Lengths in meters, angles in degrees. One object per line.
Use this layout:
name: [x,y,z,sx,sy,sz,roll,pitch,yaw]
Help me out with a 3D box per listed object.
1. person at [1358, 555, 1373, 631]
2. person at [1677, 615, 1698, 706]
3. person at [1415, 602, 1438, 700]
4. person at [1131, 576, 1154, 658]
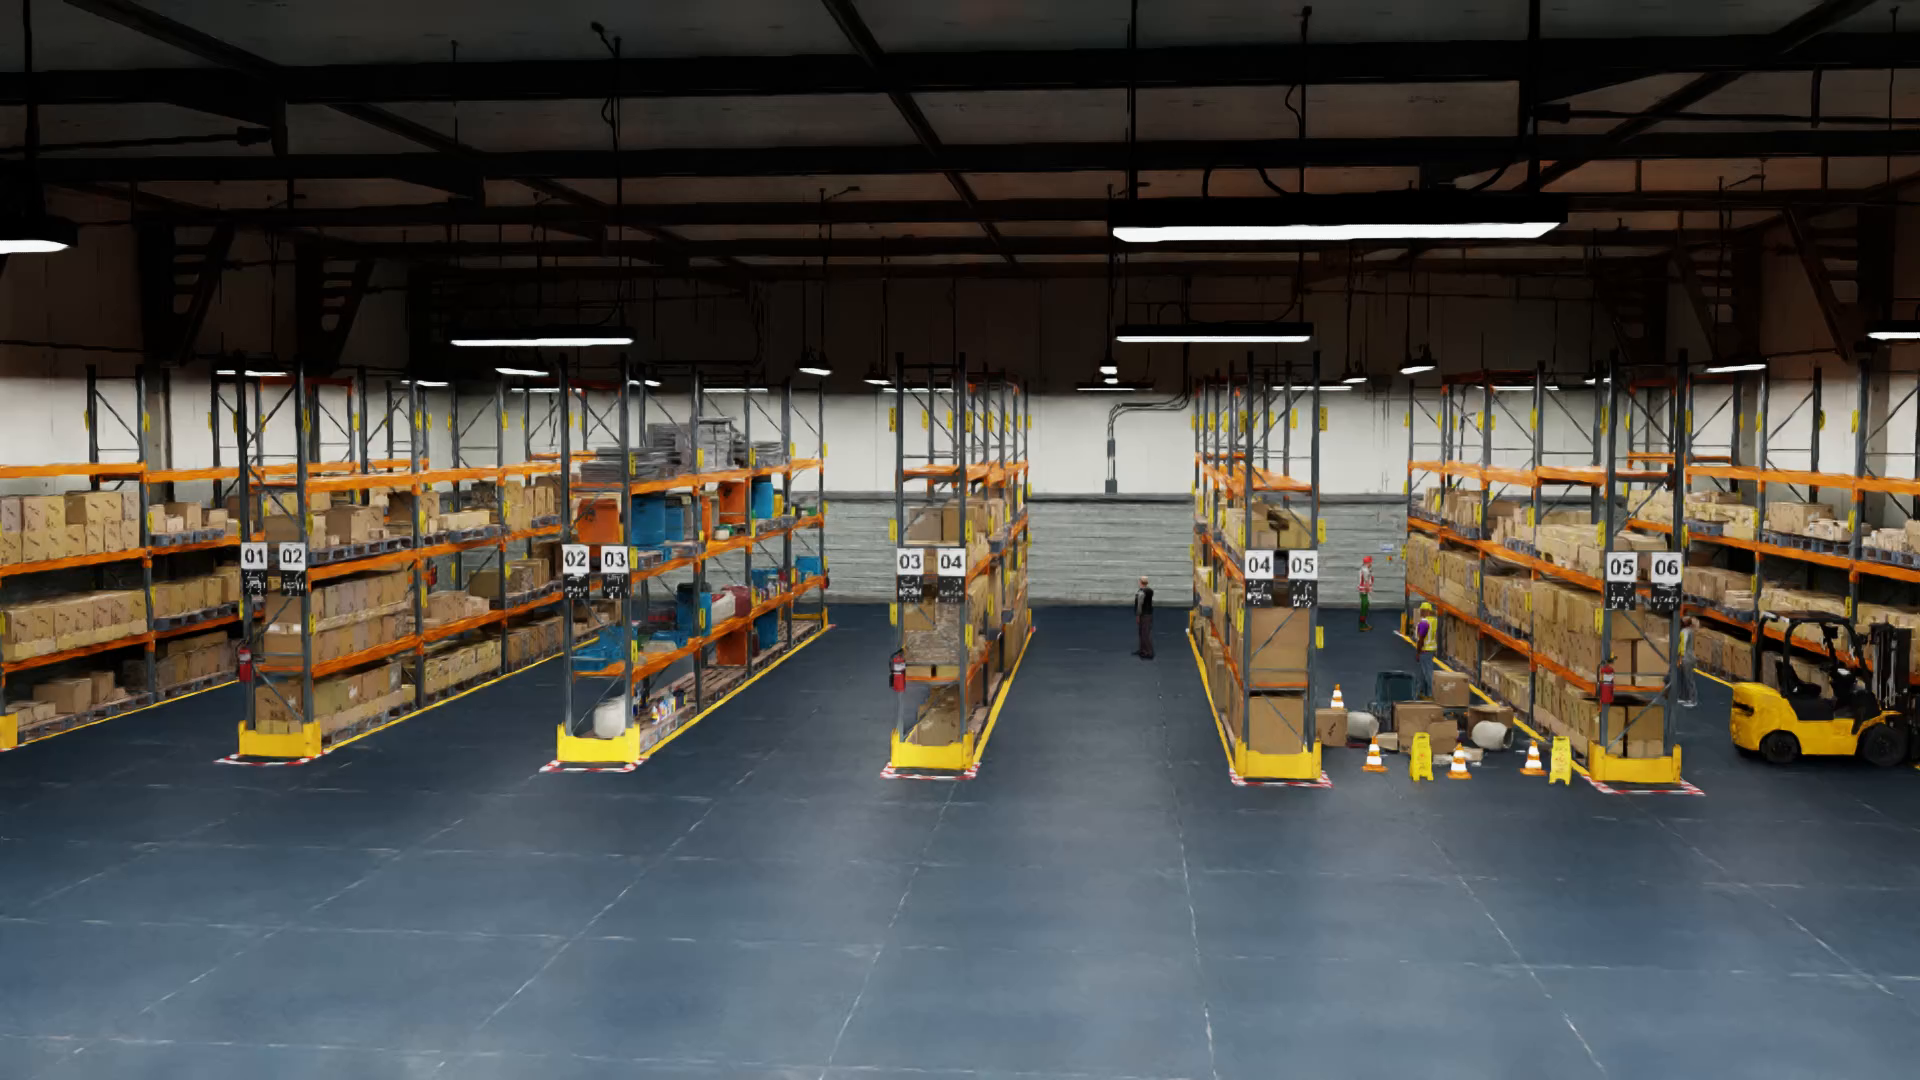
person: [9.720,1.263,39.775,0.385,1.793,0.615,0,4,5]
person: [12.777,2.121,29.329,0.522,1.568,0.523,3,5,34]
person: [8.335,1.984,29.870,0.591,1.763,0.685,2,5,31]
person: [3.882,1.628,35.301,0.587,1.709,0.646,2,4,24]
